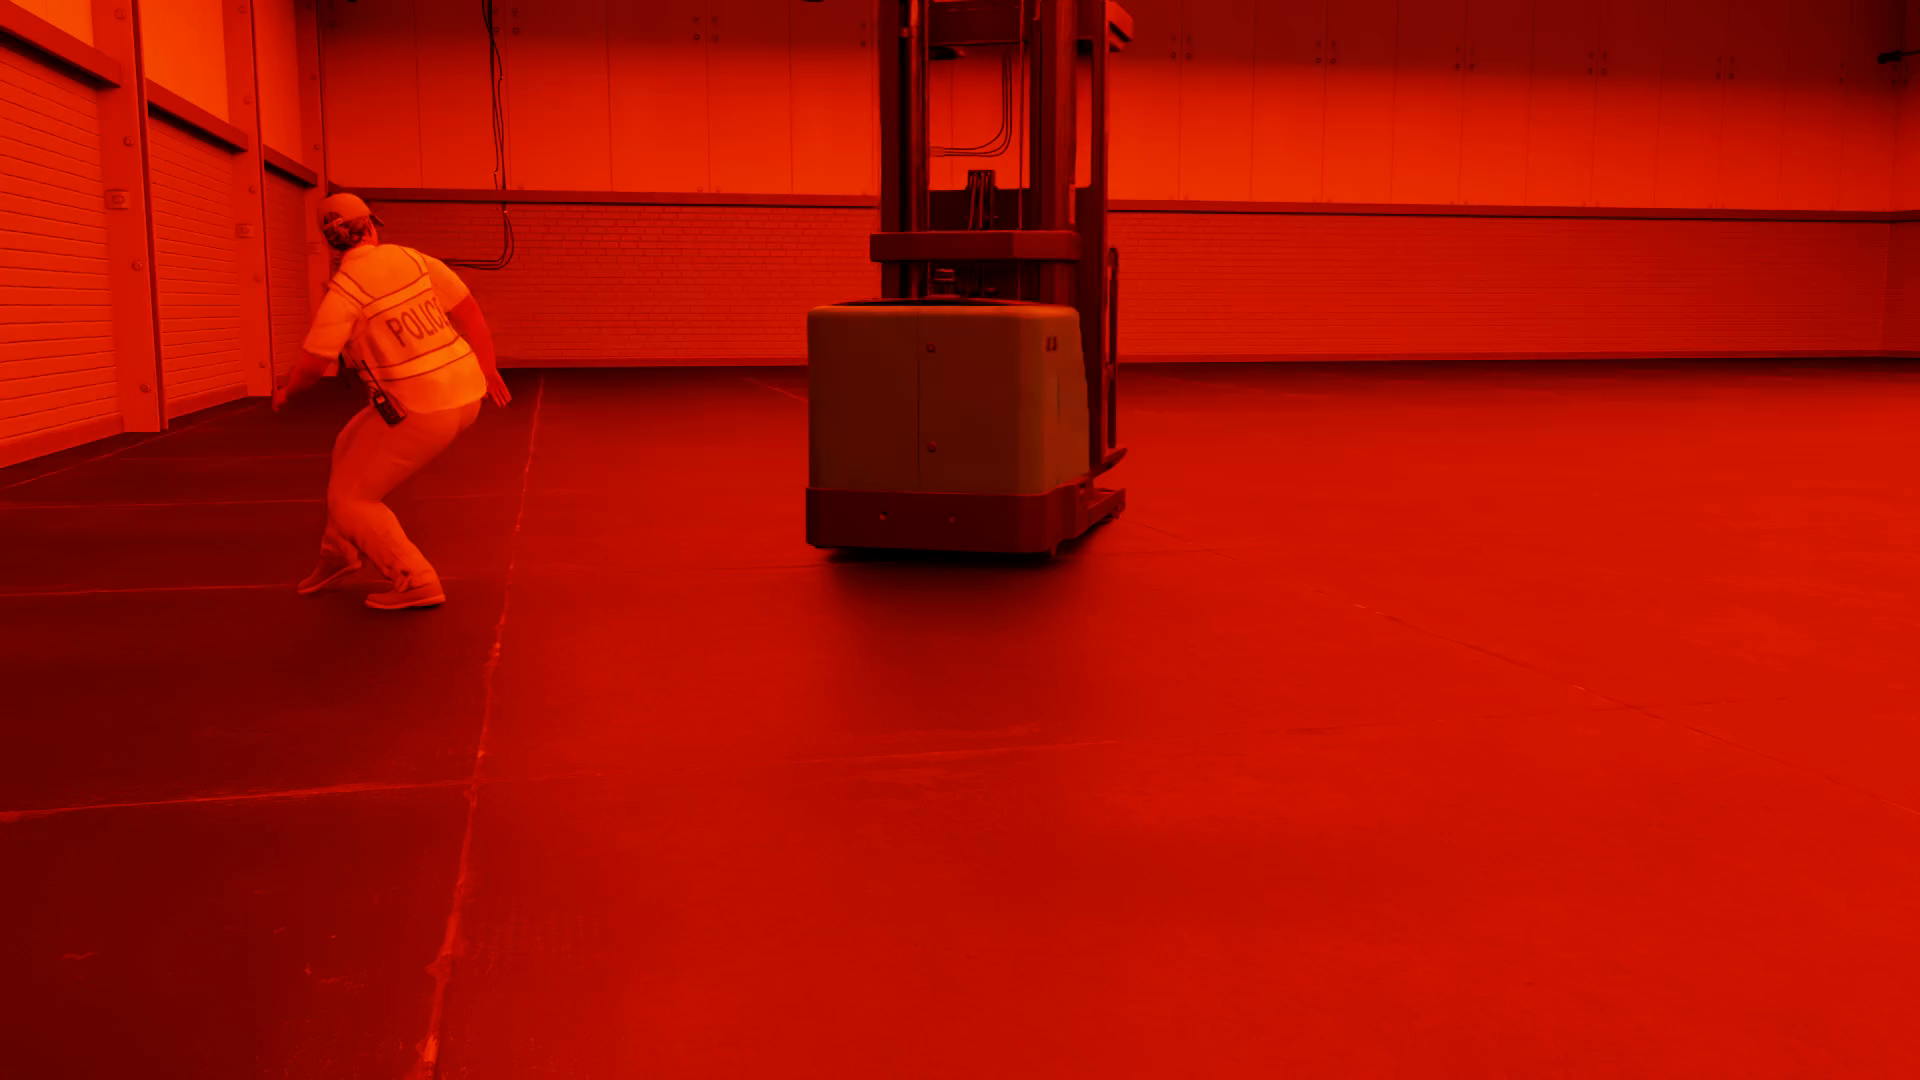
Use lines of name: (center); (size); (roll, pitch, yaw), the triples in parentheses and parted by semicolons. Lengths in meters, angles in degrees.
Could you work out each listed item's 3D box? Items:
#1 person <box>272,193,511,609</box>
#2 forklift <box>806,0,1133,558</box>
person: (-2.125, -0.509, 6.102); (0.748, 1.487, 0.703); (2, 8, 15)
forklift: (0.226, -1.543, 8.159); (1.130, 2.935, 3.031); (2, 8, 15)
